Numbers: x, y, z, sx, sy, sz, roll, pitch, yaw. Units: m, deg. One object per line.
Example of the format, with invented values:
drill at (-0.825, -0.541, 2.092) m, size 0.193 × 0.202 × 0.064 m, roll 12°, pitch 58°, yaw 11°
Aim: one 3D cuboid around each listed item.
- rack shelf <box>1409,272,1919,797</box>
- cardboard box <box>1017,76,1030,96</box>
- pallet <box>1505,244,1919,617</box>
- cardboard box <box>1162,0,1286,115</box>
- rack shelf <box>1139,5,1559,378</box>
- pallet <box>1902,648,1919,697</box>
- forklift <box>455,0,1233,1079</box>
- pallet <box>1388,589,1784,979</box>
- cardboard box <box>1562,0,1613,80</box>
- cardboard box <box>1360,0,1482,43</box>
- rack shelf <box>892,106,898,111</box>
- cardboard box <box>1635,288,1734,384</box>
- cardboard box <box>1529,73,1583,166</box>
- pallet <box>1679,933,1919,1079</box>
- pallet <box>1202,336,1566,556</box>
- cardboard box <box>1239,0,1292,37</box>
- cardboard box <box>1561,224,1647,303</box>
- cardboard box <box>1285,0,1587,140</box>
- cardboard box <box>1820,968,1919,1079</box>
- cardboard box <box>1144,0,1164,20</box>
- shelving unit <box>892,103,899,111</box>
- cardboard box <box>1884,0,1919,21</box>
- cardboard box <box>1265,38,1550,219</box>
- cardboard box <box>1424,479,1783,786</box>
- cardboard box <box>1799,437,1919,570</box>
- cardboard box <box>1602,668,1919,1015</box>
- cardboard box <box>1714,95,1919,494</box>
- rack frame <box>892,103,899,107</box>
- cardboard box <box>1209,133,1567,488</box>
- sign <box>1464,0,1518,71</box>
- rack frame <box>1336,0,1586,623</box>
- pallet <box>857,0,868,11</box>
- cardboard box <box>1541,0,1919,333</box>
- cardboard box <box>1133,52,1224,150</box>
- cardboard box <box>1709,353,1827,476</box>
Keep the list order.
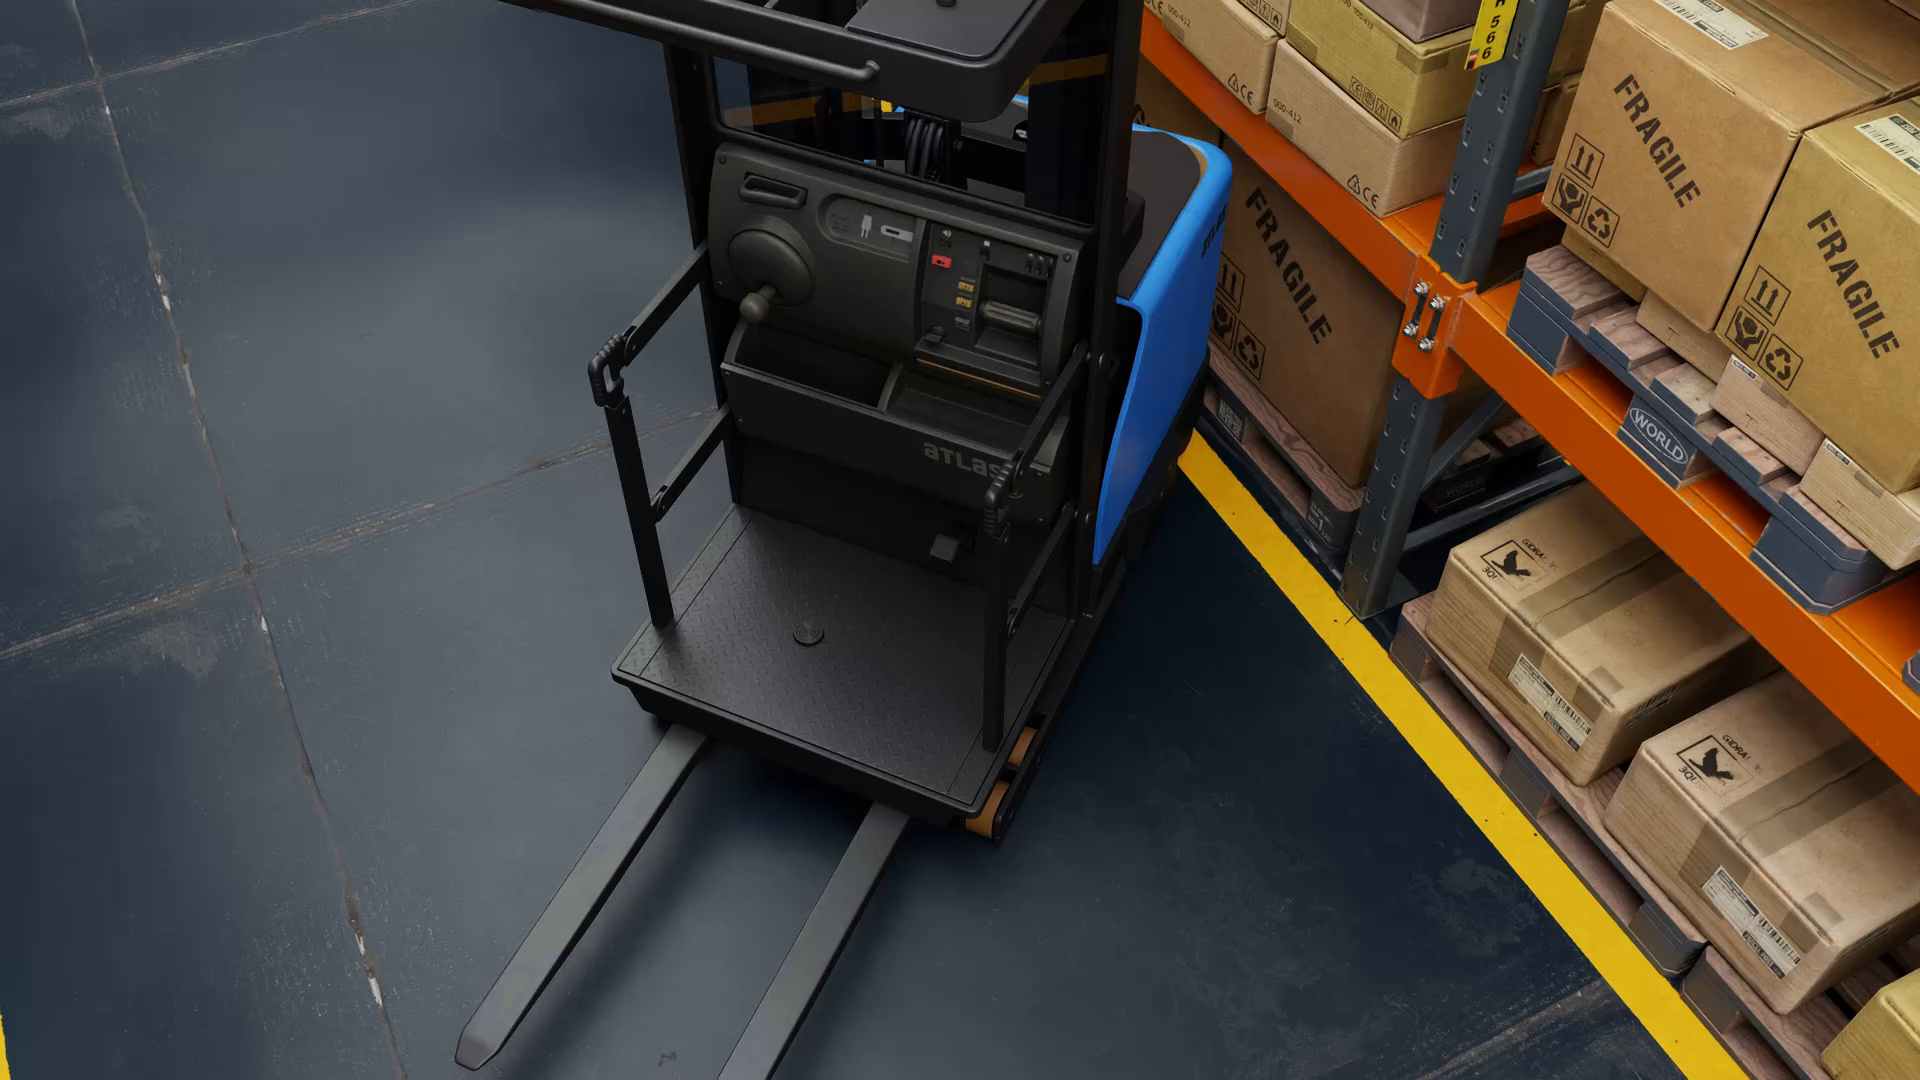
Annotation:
rack shelf at (2.541, 0.625, 3.188) m, size 1.077 × 0.370 × 4.000 m, roll -21°, pitch 52°, yaw -18°
cardboard box at (0.571, -2.077, 6.206) m, size 0.875 × 0.875 × 0.875 m, roll -20°, pitch 52°, yaw -16°
pallet at (2.047, -0.447, 3.775) m, size 1.213 × 0.211 × 1.003 m, roll -21°, pitch 52°, yaw -18°
cardboard box at (0.916, -1.486, 4.657) m, size 0.500 × 0.250 × 0.500 m, roll -20°, pitch 52°, yaw -17°
rack shelf at (0.711, -2.052, 5.530) m, size 1.077 × 0.370 × 4.000 m, roll -21°, pitch 52°, yaw -18°
pallet at (2.568, 0.424, 3.014) m, size 1.003 × 0.211 × 1.213 m, roll -21°, pitch 52°, yaw -18°
forklift at (-0.258, -0.535, 3.771) m, size 1.130 × 2.935 × 3.031 m, roll 19°, pitch 51°, yaw 16°
pallet at (1.982, 0.491, 4.680) m, size 1.003 × 0.211 × 1.213 m, roll -21°, pitch 52°, yaw -18°
cardboard box at (1.614, -1.490, 4.328) m, size 0.500 × 0.250 × 0.500 m, roll -22°, pitch 52°, yaw -18°
cardboard box at (1.157, -1.568, 3.898) m, size 0.500 × 0.500 × 0.500 m, roll -22°, pitch 53°, yaw -18°
rack shelf at (0.074, -1.270, 5.899) m, size 0.431 × 0.518 × 0.480 m, roll -26°, pitch 54°, yaw -17°
cardboard box at (1.709, -0.523, 3.603) m, size 0.380 × 0.149 × 0.250 m, roll -24°, pitch 53°, yaw -20°
cardboard box at (1.626, -1.315, 4.507) m, size 0.500 × 0.250 × 0.500 m, roll -22°, pitch 52°, yaw -18°
pallet at (2.537, 1.307, 3.967) m, size 1.003 × 0.211 × 1.213 m, roll -21°, pitch 52°, yaw -18°
pallet at (1.332, -0.586, 5.622) m, size 1.003 × 0.211 × 1.213 m, roll -21°, pitch 52°, yaw -18°
cardboard box at (0.941, -1.644, 4.463) m, size 0.500 × 0.250 × 0.500 m, roll -22°, pitch 53°, yaw -18°
cardboard box at (1.610, -0.724, 3.778) m, size 0.380 × 0.149 × 0.250 m, roll -24°, pitch 53°, yaw -20°
cardboard box at (1.179, -1.302, 4.164) m, size 0.500 × 0.250 × 0.500 m, roll -21°, pitch 52°, yaw -18°
cardboard box at (2.563, 1.159, 3.710) m, size 0.950 × 0.372 × 0.625 m, roll -20°, pitch 52°, yaw -16°
cardboard box at (0.700, -1.829, 4.956) m, size 0.500 × 0.250 × 0.500 m, roll -22°, pitch 52°, yaw -18°
shelving unit at (0.043, -1.726, 5.350) m, size 0.431 × 2.100 × 0.503 m, roll -26°, pitch 54°, yaw -17°
cardboard box at (2.081, -1.011, 3.598) m, size 0.500 × 0.500 × 0.500 m, roll -23°, pitch 53°, yaw -19°
cardboard box at (1.164, -1.150, 4.363) m, size 0.500 × 0.250 × 0.500 m, roll -23°, pitch 53°, yaw -19°
cardboard box at (1.876, 0.158, 4.586) m, size 0.950 × 0.372 × 0.625 m, roll -24°, pitch 53°, yaw -20°
cardboard box at (1.901, -0.133, 3.262) m, size 0.380 × 0.149 × 0.250 m, roll -21°, pitch 52°, yaw -17°
cardboard box at (2.221, 0.649, 4.156) m, size 0.950 × 0.372 × 0.625 m, roll -22°, pitch 52°, yaw -18°
cardboard box at (1.871, -0.492, 3.145) m, size 0.500 × 0.500 × 0.500 m, roll -19°, pitch 51°, yaw -16°
rack frame at (-0.082, -1.883, 5.488) m, size 0.400 × 2.100 × 0.015 m, roll -26°, pitch 54°, yaw -17°
cardboard box at (1.384, -0.880, 5.159) m, size 0.875 × 0.875 × 0.875 m, roll -22°, pitch 52°, yaw -18°
sign at (1.134, -1.138, 3.483) m, size 0.100 × 0.325 × 0.005 m, roll -21°, pitch 52°, yaw -18°
rack frame at (1.626, -0.950, 4.088) m, size 1.000 × 3.000 × 0.127 m, roll -21°, pitch 52°, yaw -18°
pallet at (0.216, -2.219, 7.050) m, size 1.003 × 0.211 × 1.213 m, roll -21°, pitch 52°, yaw -18°
cardboard box at (1.626, -0.838, 3.447) m, size 0.500 × 0.500 × 0.500 m, roll -23°, pitch 53°, yaw -19°
cardboard box at (0.980, -1.478, 5.683) m, size 0.875 × 0.875 × 0.875 m, roll -21°, pitch 52°, yaw -17°
cardboard box at (1.793, -0.324, 3.429) m, size 0.380 × 0.149 × 0.250 m, roll -24°, pitch 53°, yaw -20°
